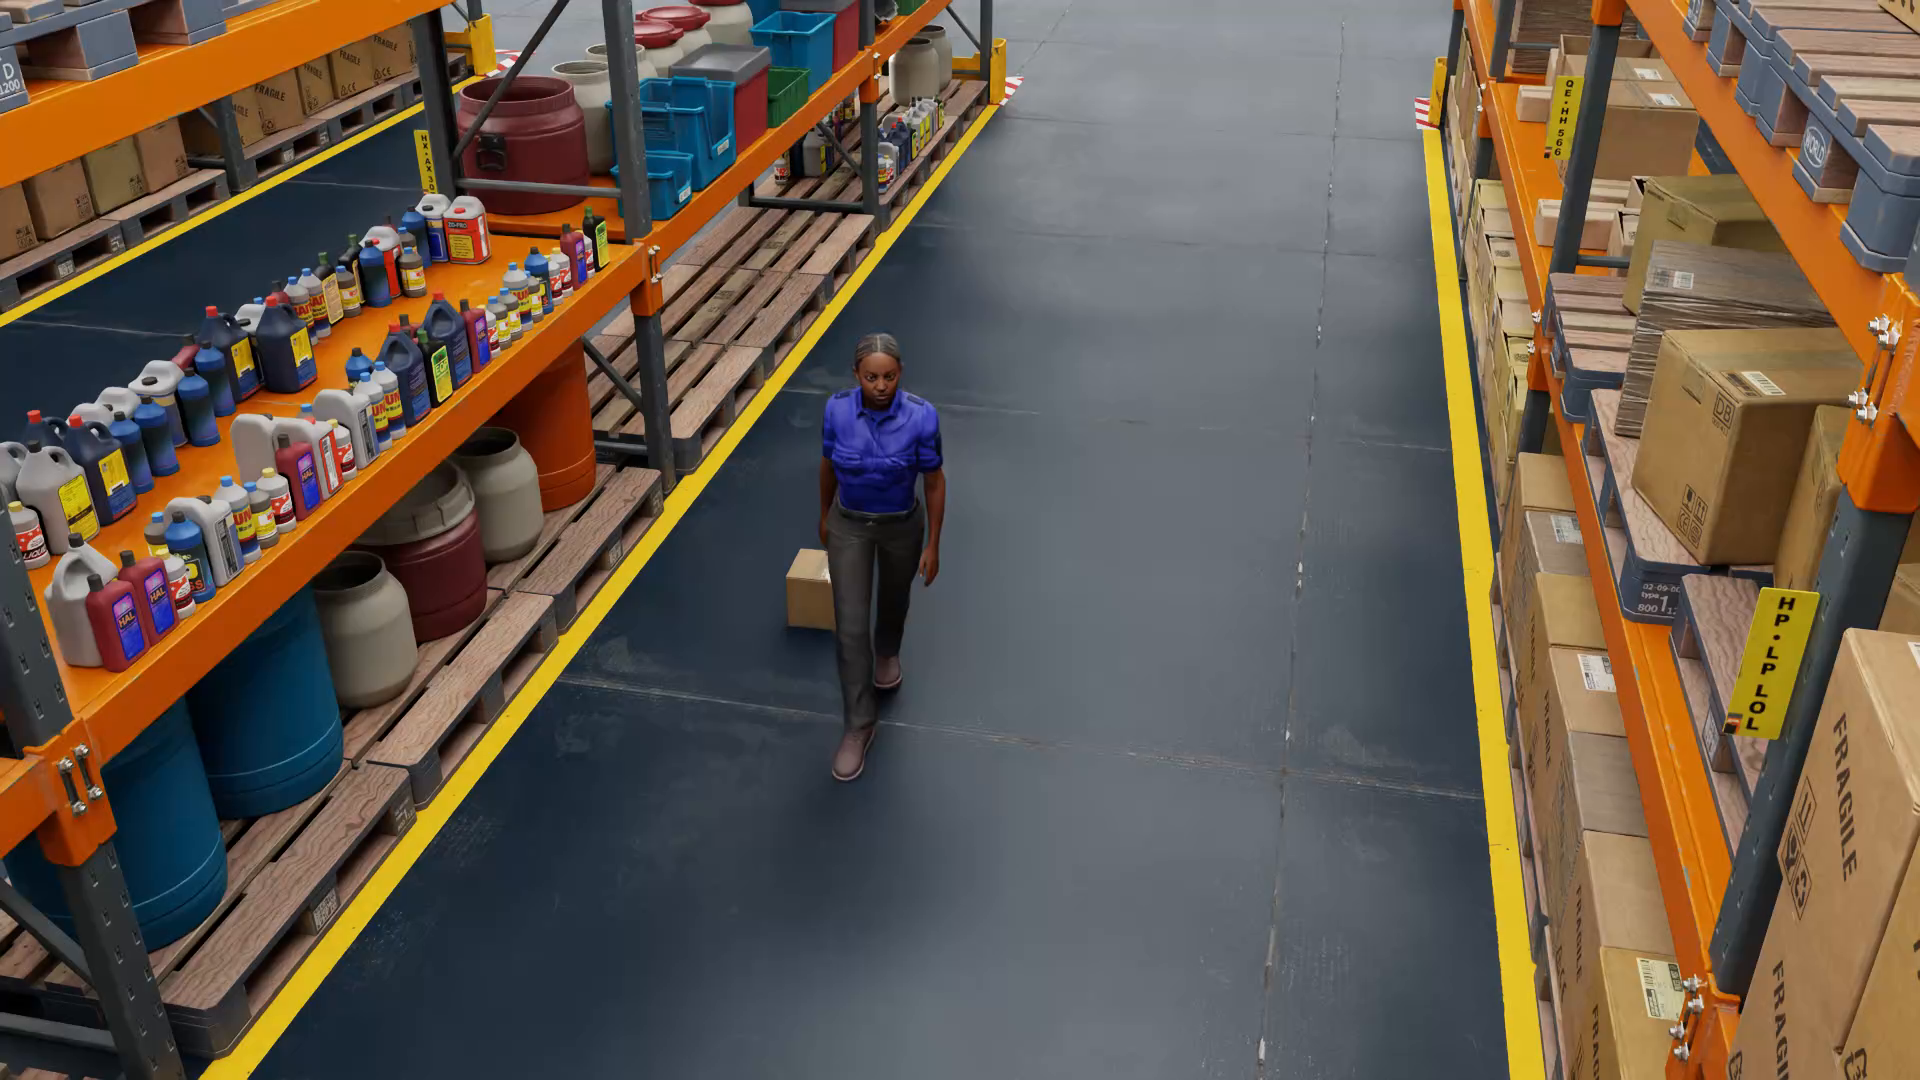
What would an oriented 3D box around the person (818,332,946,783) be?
[{"bbox_3d":[-0.292,-0.018,6.164,0.476,1.631,0.846,-2,29,-3],"label":"person"}]
